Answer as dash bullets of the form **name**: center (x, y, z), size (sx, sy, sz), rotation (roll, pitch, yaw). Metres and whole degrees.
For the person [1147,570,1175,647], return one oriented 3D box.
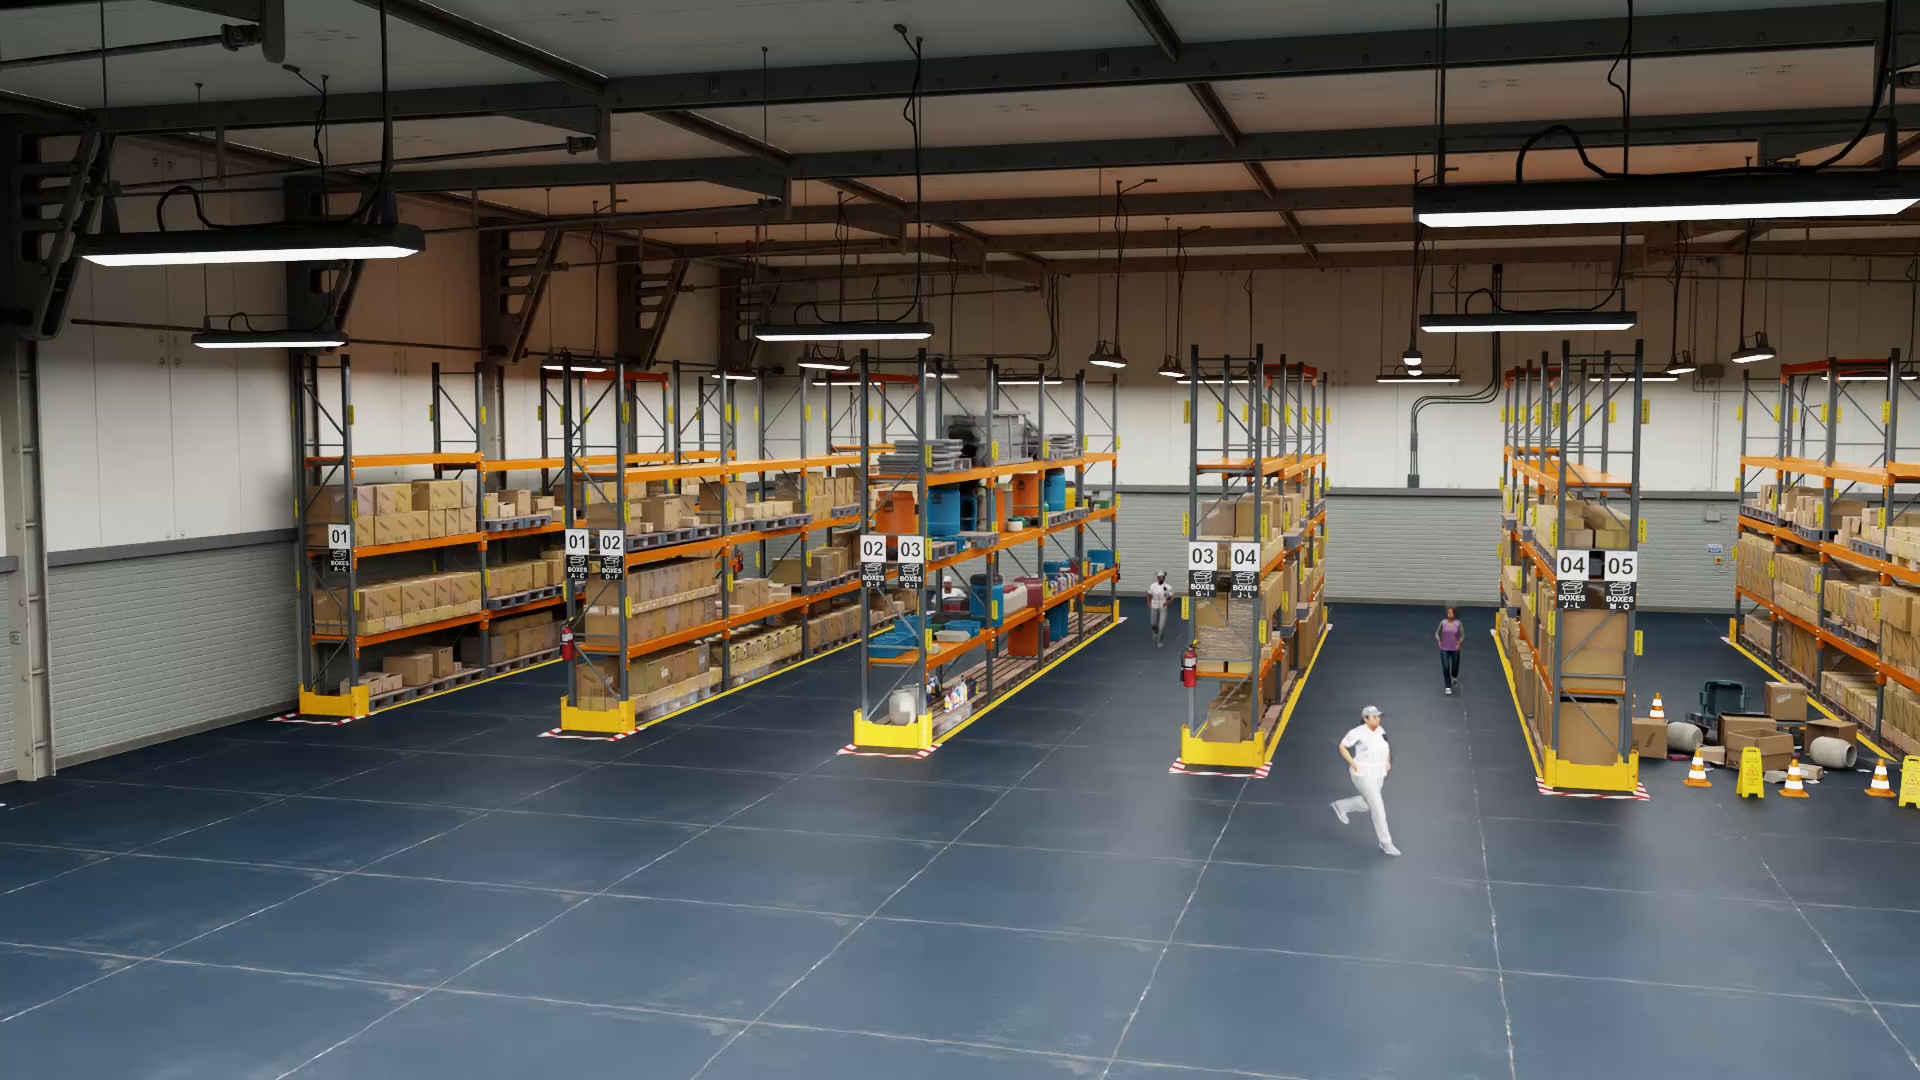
- **person**: center (4.331, 1.481, 35.987), size (0.625, 1.663, 0.533), rotation (1, 4, 16)

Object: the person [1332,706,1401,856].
- **person**: center (4.735, 2.753, 19.345), size (0.577, 1.680, 1.075), rotation (-3, 6, -39)

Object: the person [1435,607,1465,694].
- **person**: center (8.831, 1.979, 29.994), size (0.535, 1.548, 0.567), rotation (1, 5, 18)

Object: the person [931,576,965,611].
- **person**: center (-0.246, 1.570, 33.462), size (0.640, 1.731, 0.915), rotation (1, 4, 17)
